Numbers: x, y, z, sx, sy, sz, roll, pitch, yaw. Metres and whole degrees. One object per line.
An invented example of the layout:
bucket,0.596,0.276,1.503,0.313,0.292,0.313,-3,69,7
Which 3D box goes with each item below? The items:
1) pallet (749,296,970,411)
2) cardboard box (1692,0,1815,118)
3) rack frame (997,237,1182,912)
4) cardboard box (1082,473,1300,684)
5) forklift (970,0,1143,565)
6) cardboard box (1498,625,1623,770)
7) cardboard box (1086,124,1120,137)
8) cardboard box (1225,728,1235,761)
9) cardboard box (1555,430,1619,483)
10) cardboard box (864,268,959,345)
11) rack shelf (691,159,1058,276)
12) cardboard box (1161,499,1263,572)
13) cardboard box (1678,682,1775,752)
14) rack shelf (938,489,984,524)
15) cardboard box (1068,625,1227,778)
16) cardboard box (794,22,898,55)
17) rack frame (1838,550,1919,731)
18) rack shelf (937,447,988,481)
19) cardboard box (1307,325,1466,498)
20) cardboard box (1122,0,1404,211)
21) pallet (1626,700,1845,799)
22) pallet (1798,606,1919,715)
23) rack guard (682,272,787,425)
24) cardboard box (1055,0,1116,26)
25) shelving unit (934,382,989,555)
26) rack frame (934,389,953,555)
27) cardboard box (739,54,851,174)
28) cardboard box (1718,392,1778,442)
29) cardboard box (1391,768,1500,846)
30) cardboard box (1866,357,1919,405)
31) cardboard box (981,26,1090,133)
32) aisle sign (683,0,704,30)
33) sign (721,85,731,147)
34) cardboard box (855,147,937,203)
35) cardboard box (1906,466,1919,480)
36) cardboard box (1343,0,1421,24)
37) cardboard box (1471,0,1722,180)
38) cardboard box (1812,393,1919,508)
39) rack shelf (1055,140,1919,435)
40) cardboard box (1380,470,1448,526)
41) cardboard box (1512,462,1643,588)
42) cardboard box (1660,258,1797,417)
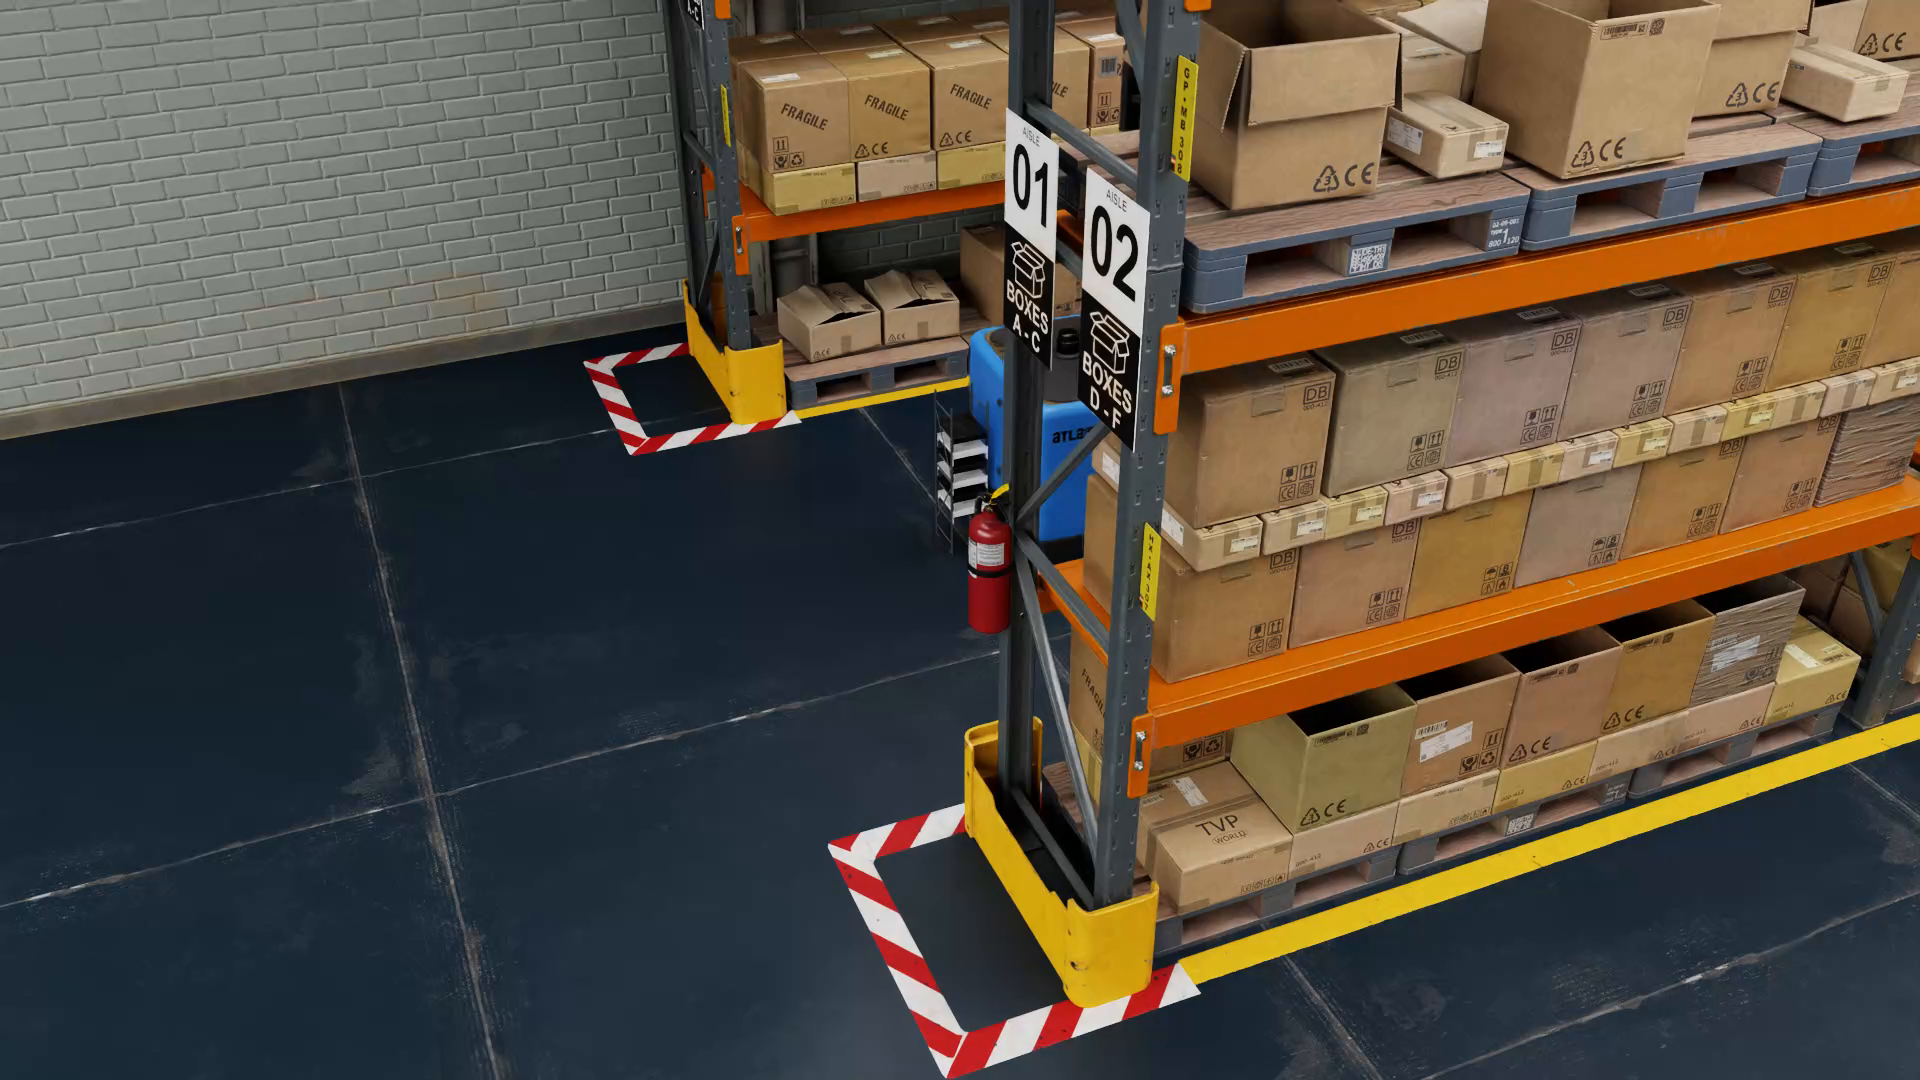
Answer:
pallet,-0.682,-1.271,10.928,1.213,0.211,1.003,-13,35,-19
cardboard box,2.527,-1.875,5.941,0.637,0.503,0.797,-9,34,-14
rack frame,0.406,0.220,6.079,0.127,3.000,1.000,-13,35,-19
cardboard box,0.842,0.086,6.194,0.500,0.500,0.700,-13,35,-19
forklift,1.614,-1.470,8.740,3.031,2.935,1.130,-10,34,-16
cardboard box,2.371,0.566,6.997,0.500,0.500,0.500,-13,35,-19
cardboard box,0.933,-2.593,10.521,0.500,0.250,0.500,-13,35,-19
cardboard box,1.243,0.823,7.288,0.500,0.250,0.500,-13,35,-19
cardboard box,2.269,-0.392,6.334,0.250,0.149,0.380,-13,35,-18
cardboard box,-0.316,-1.549,10.860,0.500,0.311,0.500,-10,34,-15
rack shelf,0.329,-2.391,10.752,4.000,0.370,1.077,-13,35,-19
cardboard box,0.851,-0.068,5.836,0.250,0.149,0.380,-13,35,-19
cardboard box,3.287,0.661,7.538,0.500,0.250,0.500,-13,35,-19
rack shelf,0.007,-0.200,9.042,0.200,0.077,0.258,-13,35,-19
cardboard box,0.785,0.619,6.914,0.500,0.500,0.500,-13,35,-19
cardboard box,-0.695,-2.838,10.210,0.500,0.500,0.500,-12,35,-18
rack frame,4.094,-0.624,7.377,0.127,3.000,1.000,-13,35,-19
rack shelf,0.008,-0.426,8.894,0.200,0.077,0.258,-13,35,-19
cardboard box,1.373,-0.583,6.032,0.500,0.500,0.700,-14,36,-20
cardboard box,0.938,-1.434,5.263,0.637,0.503,0.797,-10,34,-16
pallet,3.345,0.691,7.912,1.213,0.211,1.003,-13,35,-19
pallet,4.759,0.369,8.407,1.213,0.211,1.003,-13,35,-19
rack guard,-1.445,-1.238,10.613,0.348,0.500,1.175,-13,35,-19
cardboard box,0.719,-3.170,10.722,0.500,0.500,0.500,-12,35,-18
shelving unit,0.007,-0.379,8.925,0.210,0.900,0.258,-13,35,-19
rack frame,-0.086,-0.357,8.892,0.006,0.900,0.240,-13,35,-19
cardboard box,-0.958,-2.480,9.660,0.500,0.500,0.500,-13,35,-19
cardboard box,2.988,-0.559,6.590,0.250,0.149,0.380,-13,35,-19
cardboard box,1.908,0.983,7.044,0.500,0.250,0.500,-13,35,-19
cardboard box,3.698,-0.722,6.840,0.250,0.149,0.380,-14,35,-20
cardboard box,0.451,-2.800,10.152,0.500,0.500,0.500,-12,35,-17
aisle sign,-1.465,-3.194,8.942,0.004,0.787,0.394,-13,35,-19
sign,-1.305,-2.360,9.251,0.005,0.325,0.100,-13,35,-19
cardboard box,-0.469,-2.276,10.034,0.500,0.250,0.500,-14,36,-20
cardboard box,4.834,-0.226,8.386,0.500,0.311,0.500,-12,35,-18
cardboard box,2.656,-3.431,11.196,0.500,0.500,0.700,-13,35,-19
cardboard box,2.043,-1.527,5.409,0.500,0.500,0.500,-13,35,-19
cardboard box,3.688,-0.569,7.201,0.500,0.500,0.700,-14,36,-20
rack shelf,2.250,-1.158,6.106,4.000,0.370,1.077,-13,35,-19
cardboard box,1.558,-0.229,6.084,0.250,0.149,0.380,-13,35,-20
cardboard box,2.268,-0.242,6.698,0.500,0.500,0.700,-12,35,-18
cardboard box,2.760,-0.900,6.520,0.500,0.500,0.700,-13,35,-19
